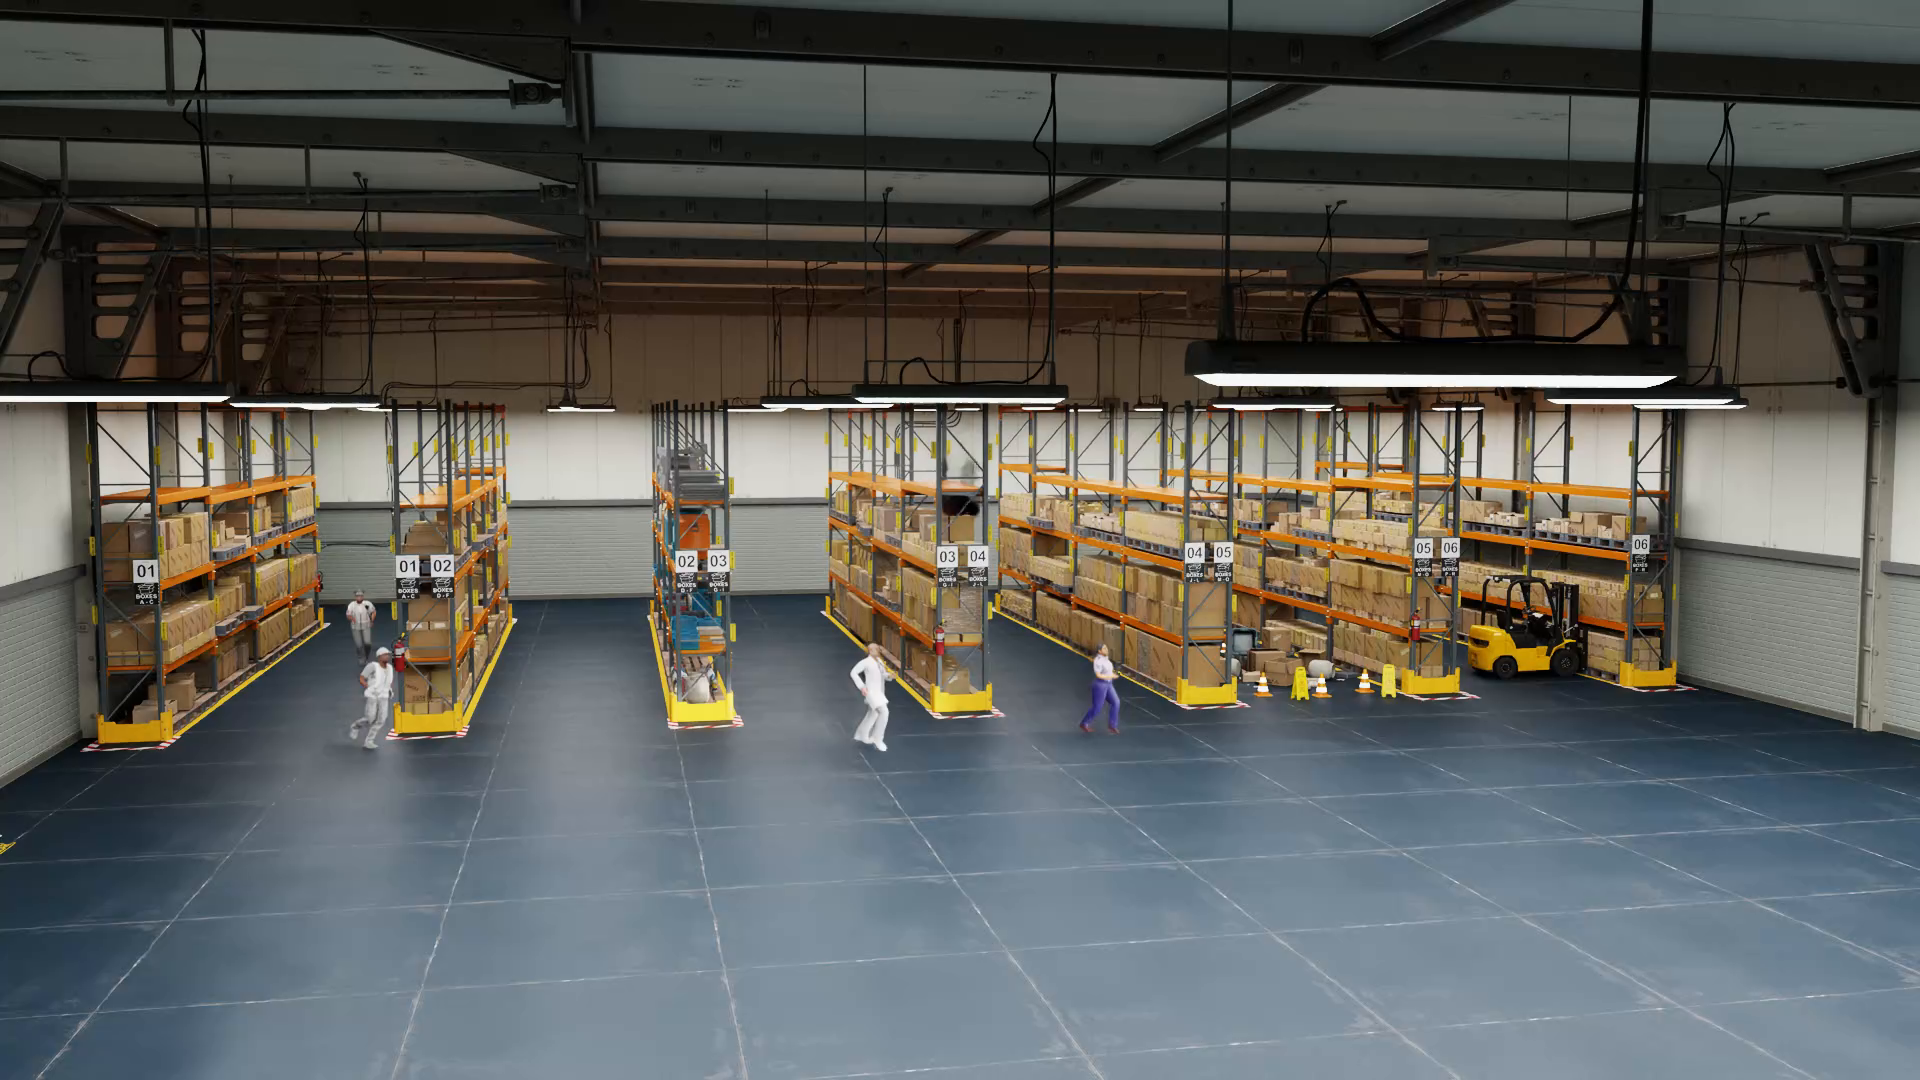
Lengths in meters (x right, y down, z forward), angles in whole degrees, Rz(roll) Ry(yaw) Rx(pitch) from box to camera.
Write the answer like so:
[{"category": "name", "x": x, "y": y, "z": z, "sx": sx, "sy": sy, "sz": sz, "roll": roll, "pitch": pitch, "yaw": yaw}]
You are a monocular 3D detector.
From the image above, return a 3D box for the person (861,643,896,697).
[{"category": "person", "x": -1.418, "y": 2.222, "z": 28.504, "sx": 0.703, "sy": 0.901, "sz": 0.645, "roll": 2, "pitch": 5, "yaw": 20}]

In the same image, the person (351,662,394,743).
[{"category": "person", "x": -10.146, "y": 2.808, "z": 28.801, "sx": 0.610, "sy": 1.417, "sz": 0.589, "roll": 3, "pitch": 5, "yaw": 34}]

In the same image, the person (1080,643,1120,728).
[{"category": "person", "x": 2.520, "y": 2.595, "z": 29.722, "sx": 0.724, "sy": 1.524, "sz": 0.607, "roll": 2, "pitch": 5, "yaw": 26}]

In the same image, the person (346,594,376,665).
[{"category": "person", "x": -13.601, "y": 2.033, "z": 37.783, "sx": 0.639, "sy": 1.731, "sz": 0.691, "roll": -2, "pitch": 5, "yaw": -19}]
